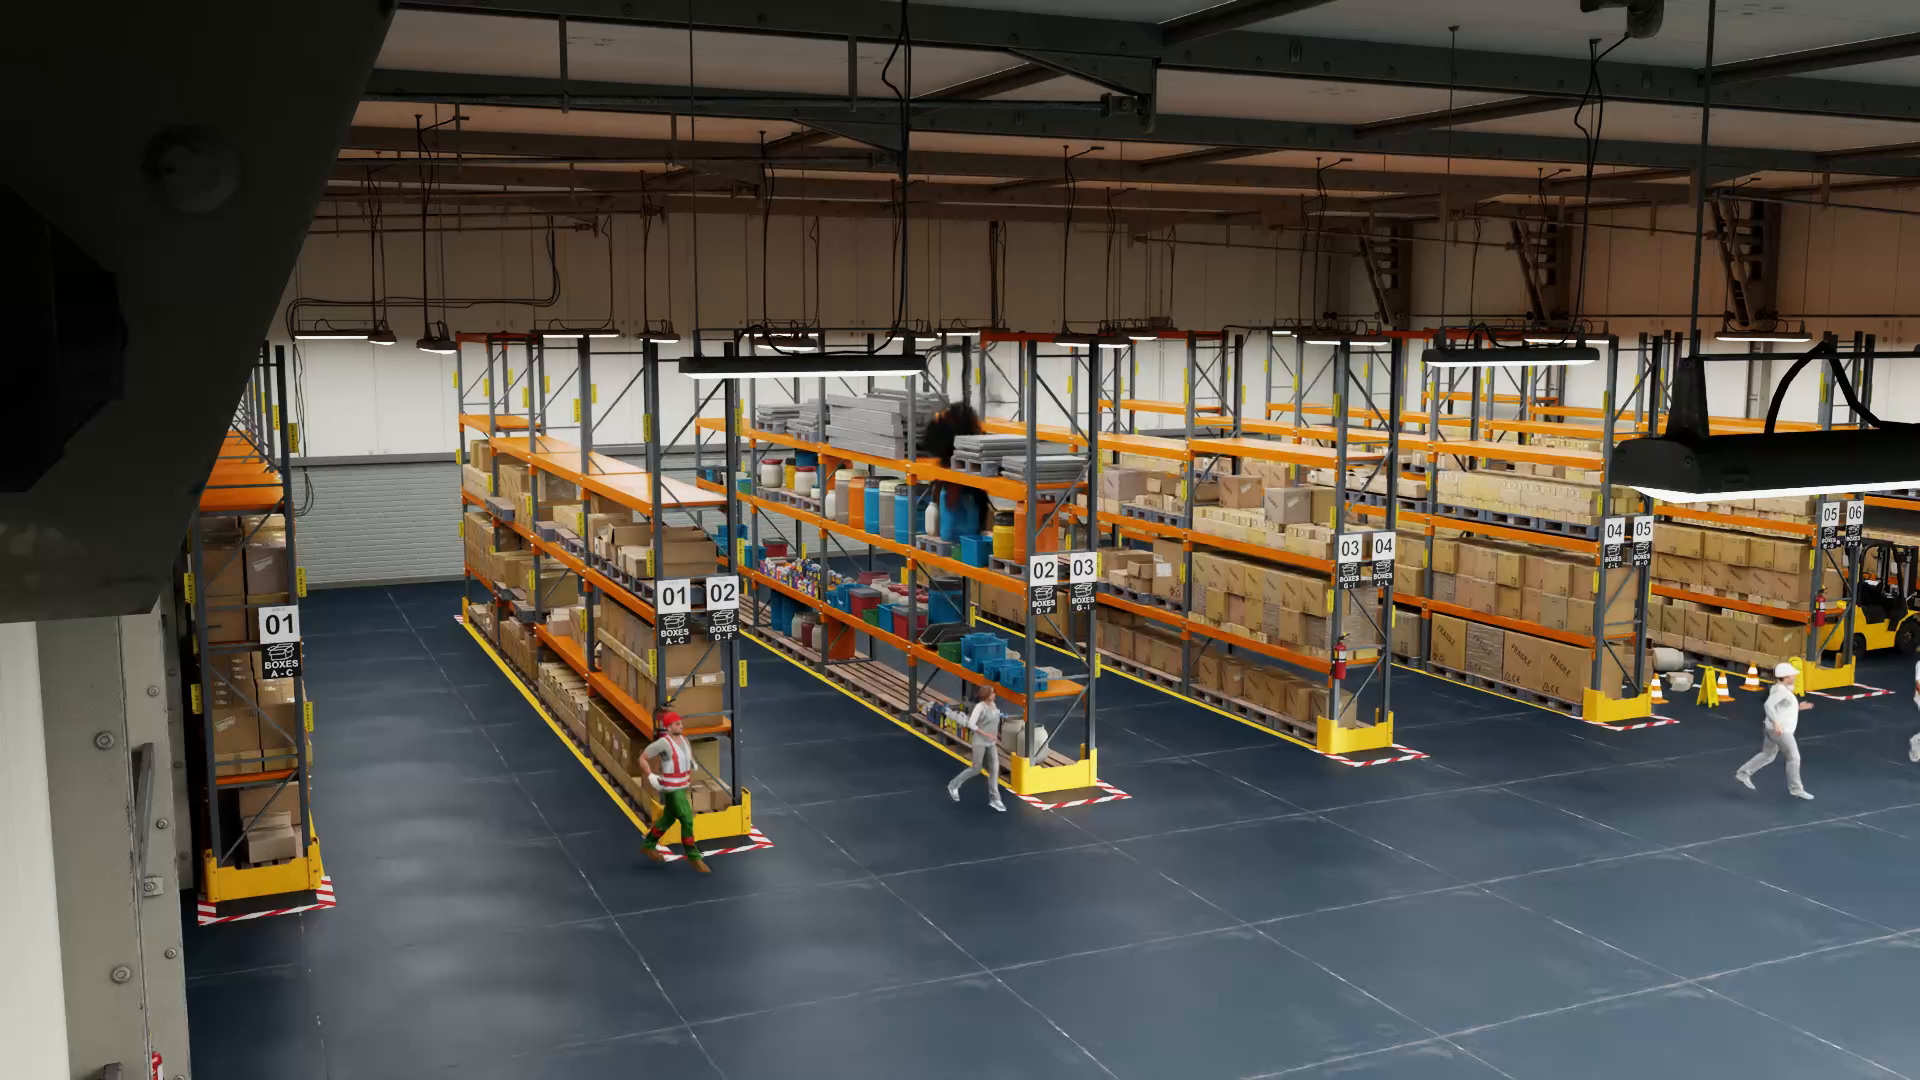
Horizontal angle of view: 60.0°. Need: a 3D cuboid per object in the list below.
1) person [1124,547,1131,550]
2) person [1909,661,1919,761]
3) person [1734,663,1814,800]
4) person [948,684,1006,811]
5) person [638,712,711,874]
[{"bbox_3d":[3.425,0.937,34.136,0.580,1.607,0.629,-4,9,-28],"label":"person"},{"bbox_3d":[13.788,2.313,23.584,0.585,1.728,0.703,3,8,18],"label":"person"},{"bbox_3d":[10.741,2.490,21.831,0.953,1.779,0.636,2,8,15],"label":"person"},{"bbox_3d":[0.330,2.652,21.533,0.876,1.563,0.605,6,10,37],"label":"person"},{"bbox_3d":[-3.260,2.872,19.087,0.916,1.815,0.742,2,8,14],"label":"person"}]
